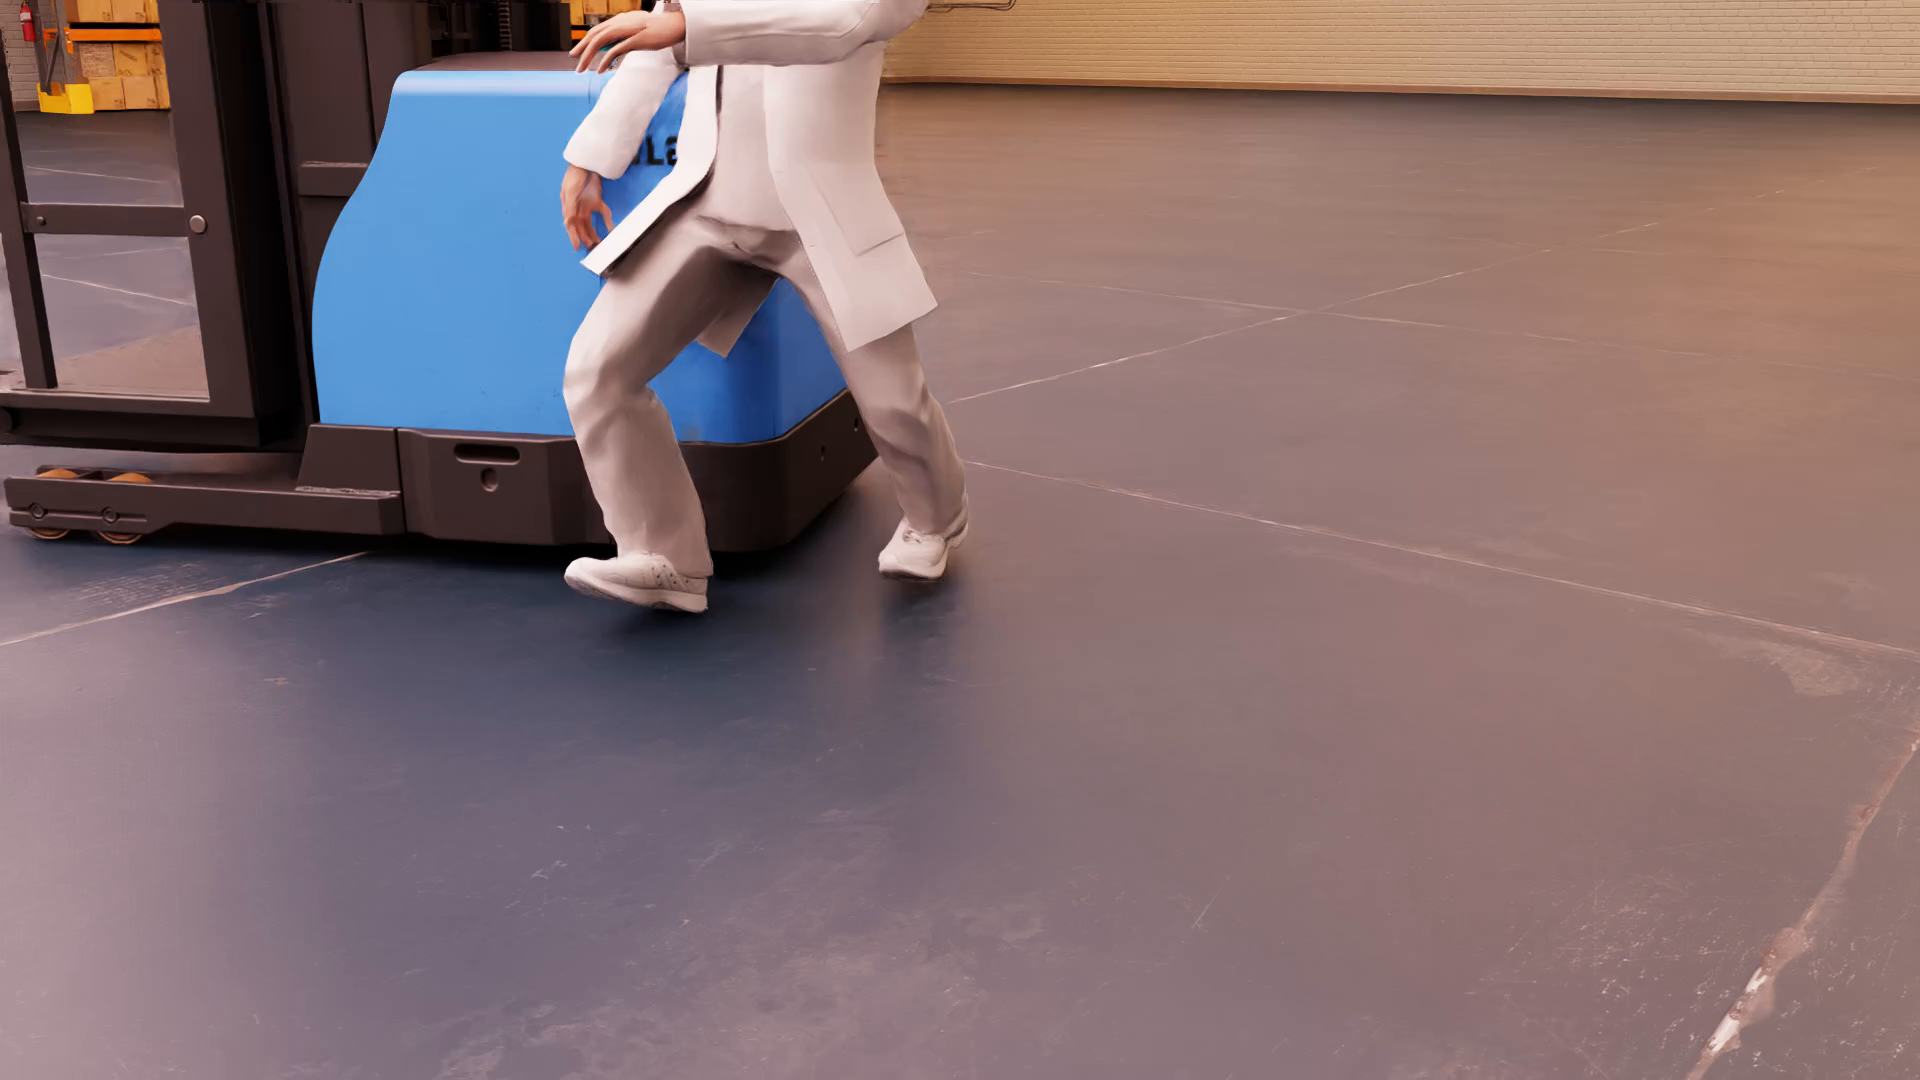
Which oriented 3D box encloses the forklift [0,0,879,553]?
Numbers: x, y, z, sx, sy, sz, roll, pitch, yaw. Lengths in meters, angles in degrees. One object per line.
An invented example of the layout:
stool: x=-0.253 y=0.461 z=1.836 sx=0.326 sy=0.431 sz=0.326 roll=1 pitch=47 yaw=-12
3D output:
forklift: x=-1.776 y=-1.537 z=3.959 sx=3.031 sy=2.935 sz=1.130 roll=3 pitch=17 yaw=11

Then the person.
person: x=-0.441 y=-0.642 z=3.259 sx=0.815 sy=1.667 sz=0.941 roll=6 pitch=18 yaw=18
